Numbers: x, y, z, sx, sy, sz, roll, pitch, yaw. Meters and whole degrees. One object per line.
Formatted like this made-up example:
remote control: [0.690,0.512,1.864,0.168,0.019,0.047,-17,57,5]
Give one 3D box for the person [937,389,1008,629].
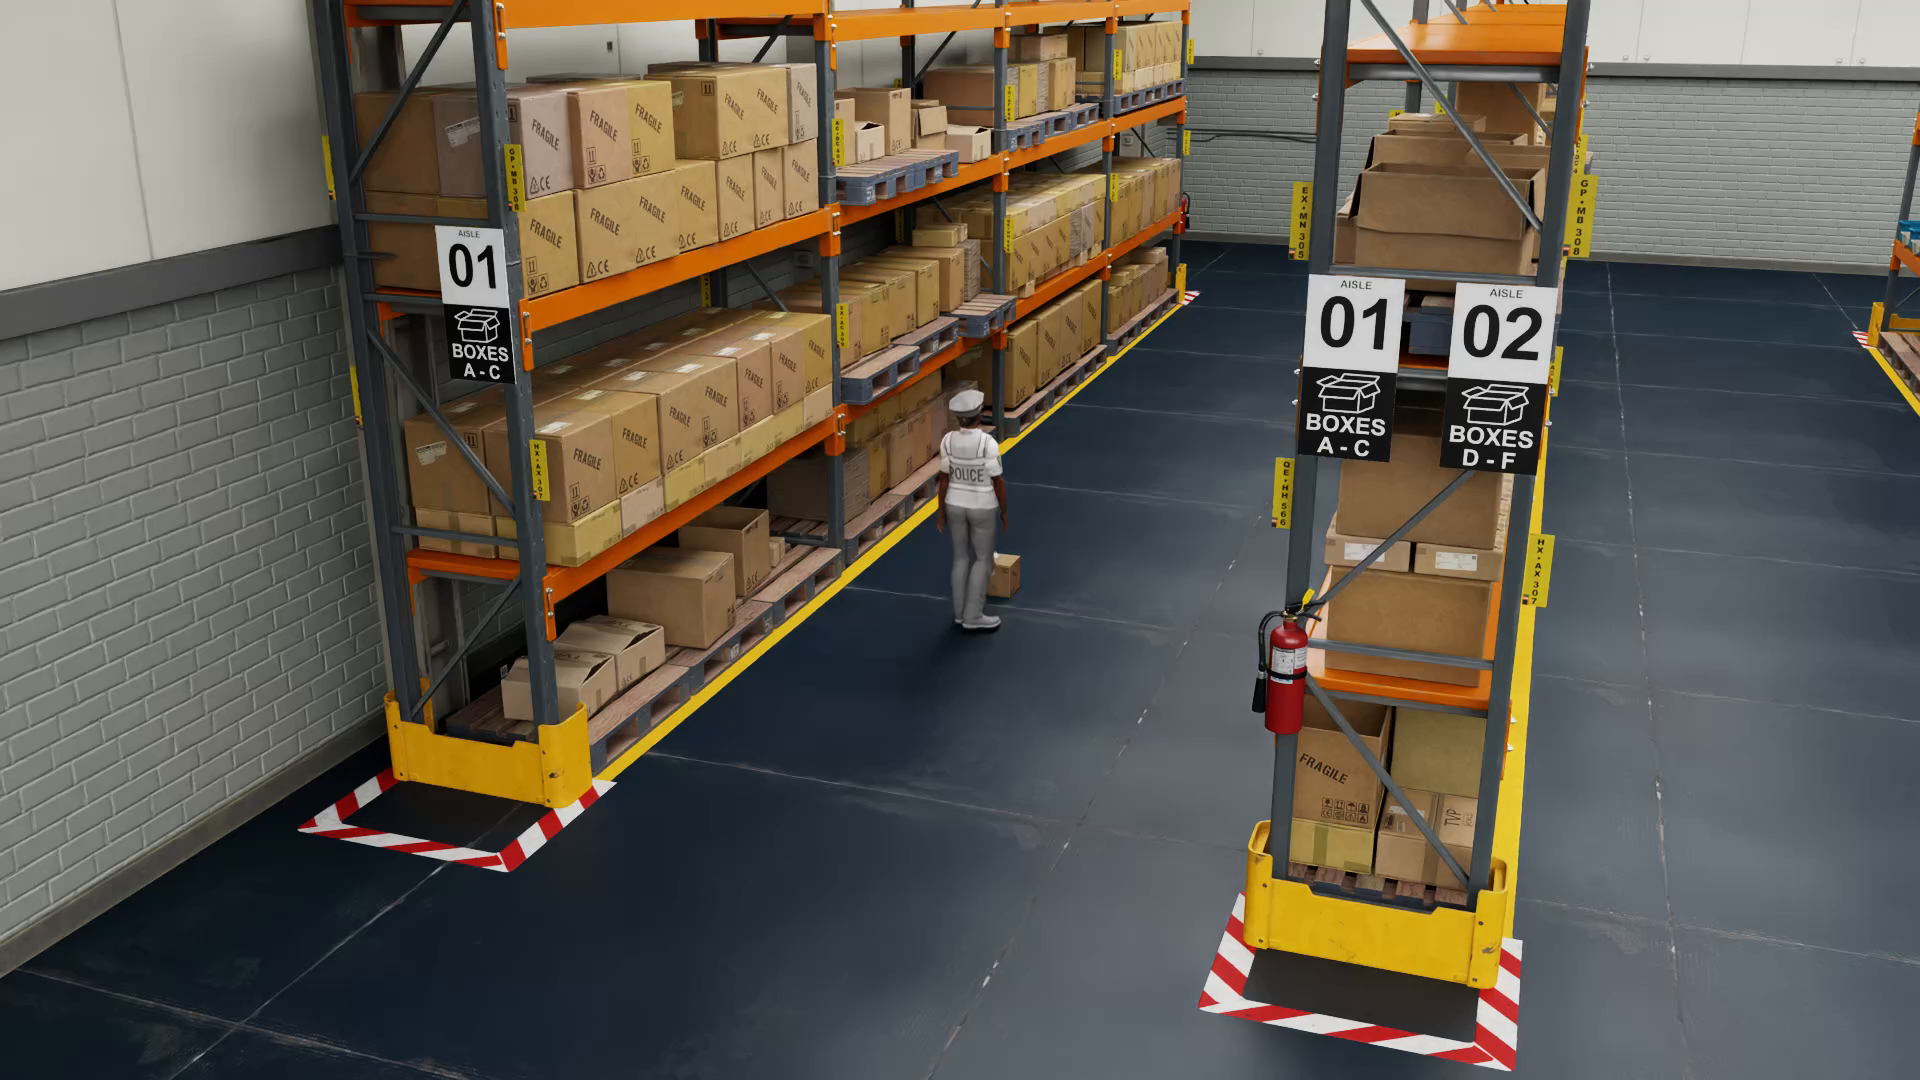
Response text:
person: [0.081,-0.211,11.596,0.496,1.680,0.390,8,20,22]
